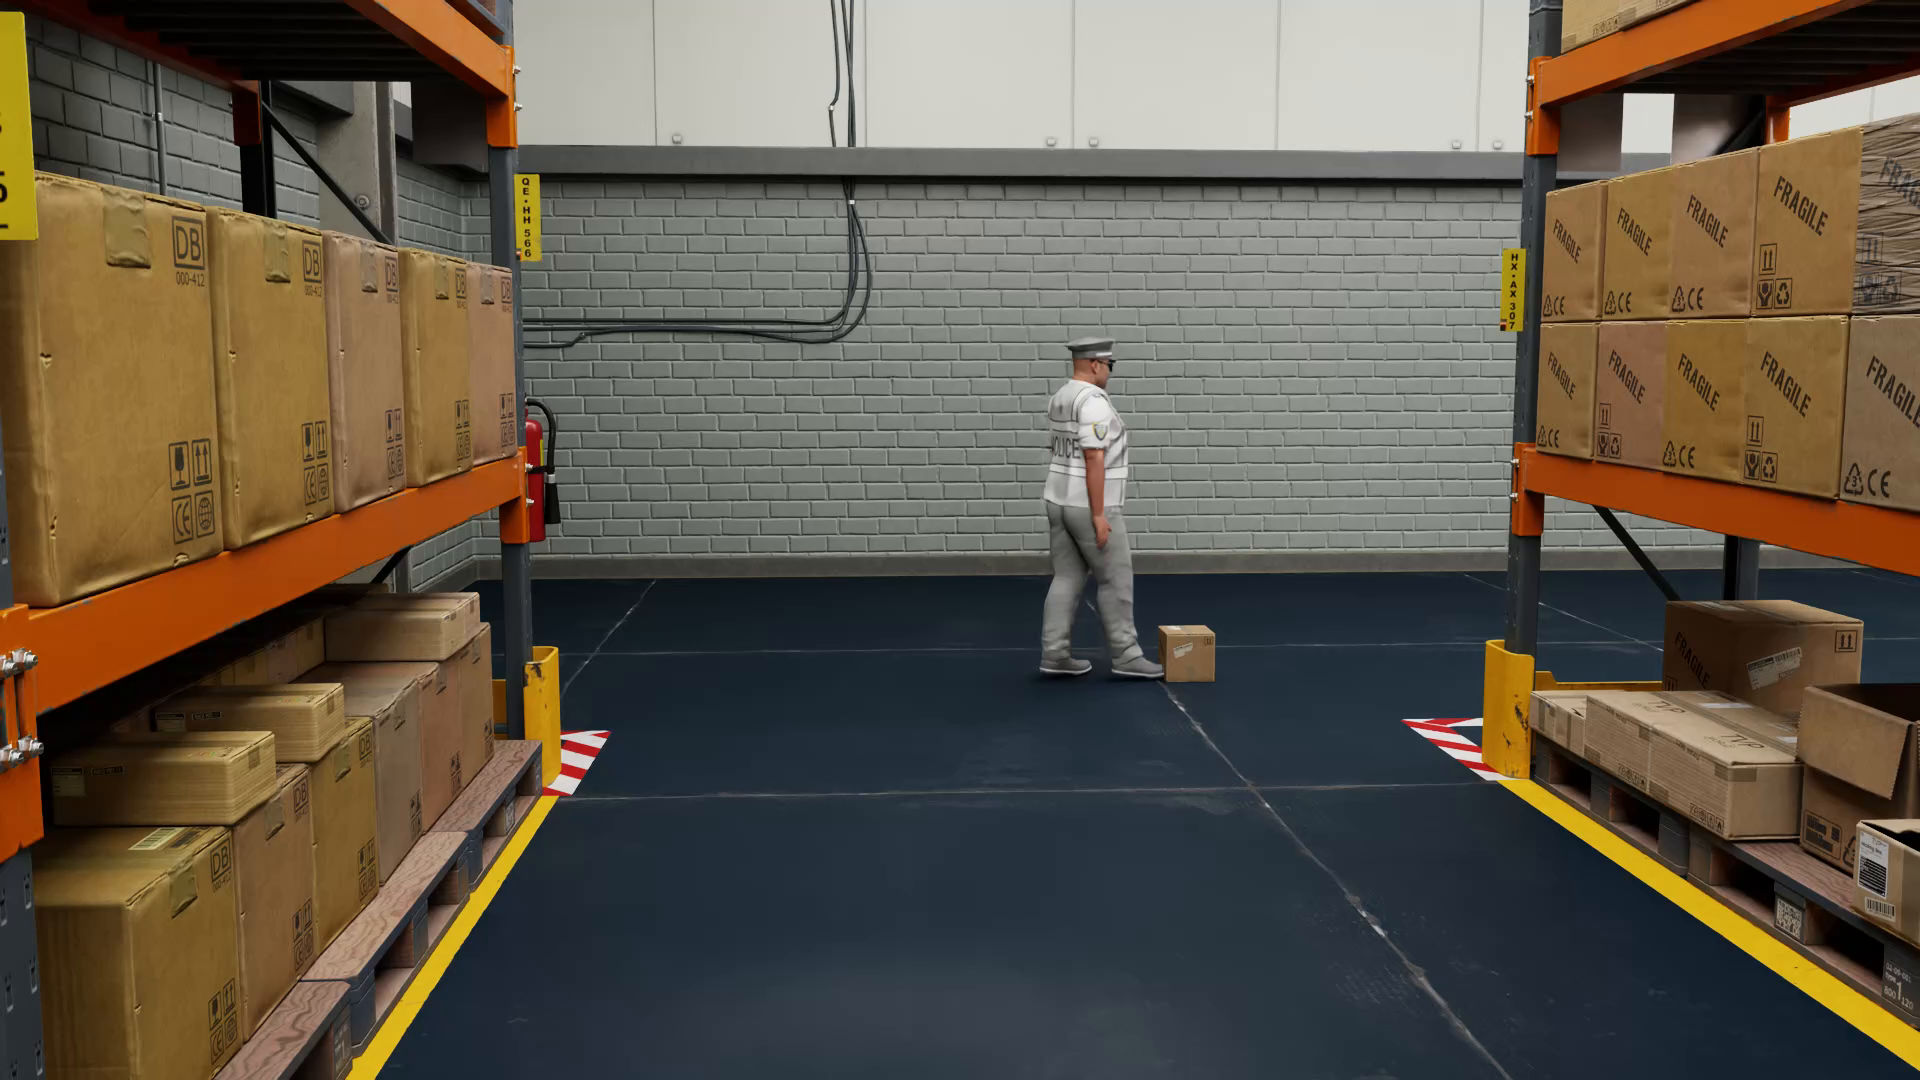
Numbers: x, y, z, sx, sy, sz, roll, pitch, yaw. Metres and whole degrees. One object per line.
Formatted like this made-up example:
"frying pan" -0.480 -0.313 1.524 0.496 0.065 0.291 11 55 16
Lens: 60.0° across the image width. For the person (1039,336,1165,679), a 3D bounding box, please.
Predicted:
"person" 0.730 -0.166 8.540 0.648 1.746 0.574 -3 7 -25
